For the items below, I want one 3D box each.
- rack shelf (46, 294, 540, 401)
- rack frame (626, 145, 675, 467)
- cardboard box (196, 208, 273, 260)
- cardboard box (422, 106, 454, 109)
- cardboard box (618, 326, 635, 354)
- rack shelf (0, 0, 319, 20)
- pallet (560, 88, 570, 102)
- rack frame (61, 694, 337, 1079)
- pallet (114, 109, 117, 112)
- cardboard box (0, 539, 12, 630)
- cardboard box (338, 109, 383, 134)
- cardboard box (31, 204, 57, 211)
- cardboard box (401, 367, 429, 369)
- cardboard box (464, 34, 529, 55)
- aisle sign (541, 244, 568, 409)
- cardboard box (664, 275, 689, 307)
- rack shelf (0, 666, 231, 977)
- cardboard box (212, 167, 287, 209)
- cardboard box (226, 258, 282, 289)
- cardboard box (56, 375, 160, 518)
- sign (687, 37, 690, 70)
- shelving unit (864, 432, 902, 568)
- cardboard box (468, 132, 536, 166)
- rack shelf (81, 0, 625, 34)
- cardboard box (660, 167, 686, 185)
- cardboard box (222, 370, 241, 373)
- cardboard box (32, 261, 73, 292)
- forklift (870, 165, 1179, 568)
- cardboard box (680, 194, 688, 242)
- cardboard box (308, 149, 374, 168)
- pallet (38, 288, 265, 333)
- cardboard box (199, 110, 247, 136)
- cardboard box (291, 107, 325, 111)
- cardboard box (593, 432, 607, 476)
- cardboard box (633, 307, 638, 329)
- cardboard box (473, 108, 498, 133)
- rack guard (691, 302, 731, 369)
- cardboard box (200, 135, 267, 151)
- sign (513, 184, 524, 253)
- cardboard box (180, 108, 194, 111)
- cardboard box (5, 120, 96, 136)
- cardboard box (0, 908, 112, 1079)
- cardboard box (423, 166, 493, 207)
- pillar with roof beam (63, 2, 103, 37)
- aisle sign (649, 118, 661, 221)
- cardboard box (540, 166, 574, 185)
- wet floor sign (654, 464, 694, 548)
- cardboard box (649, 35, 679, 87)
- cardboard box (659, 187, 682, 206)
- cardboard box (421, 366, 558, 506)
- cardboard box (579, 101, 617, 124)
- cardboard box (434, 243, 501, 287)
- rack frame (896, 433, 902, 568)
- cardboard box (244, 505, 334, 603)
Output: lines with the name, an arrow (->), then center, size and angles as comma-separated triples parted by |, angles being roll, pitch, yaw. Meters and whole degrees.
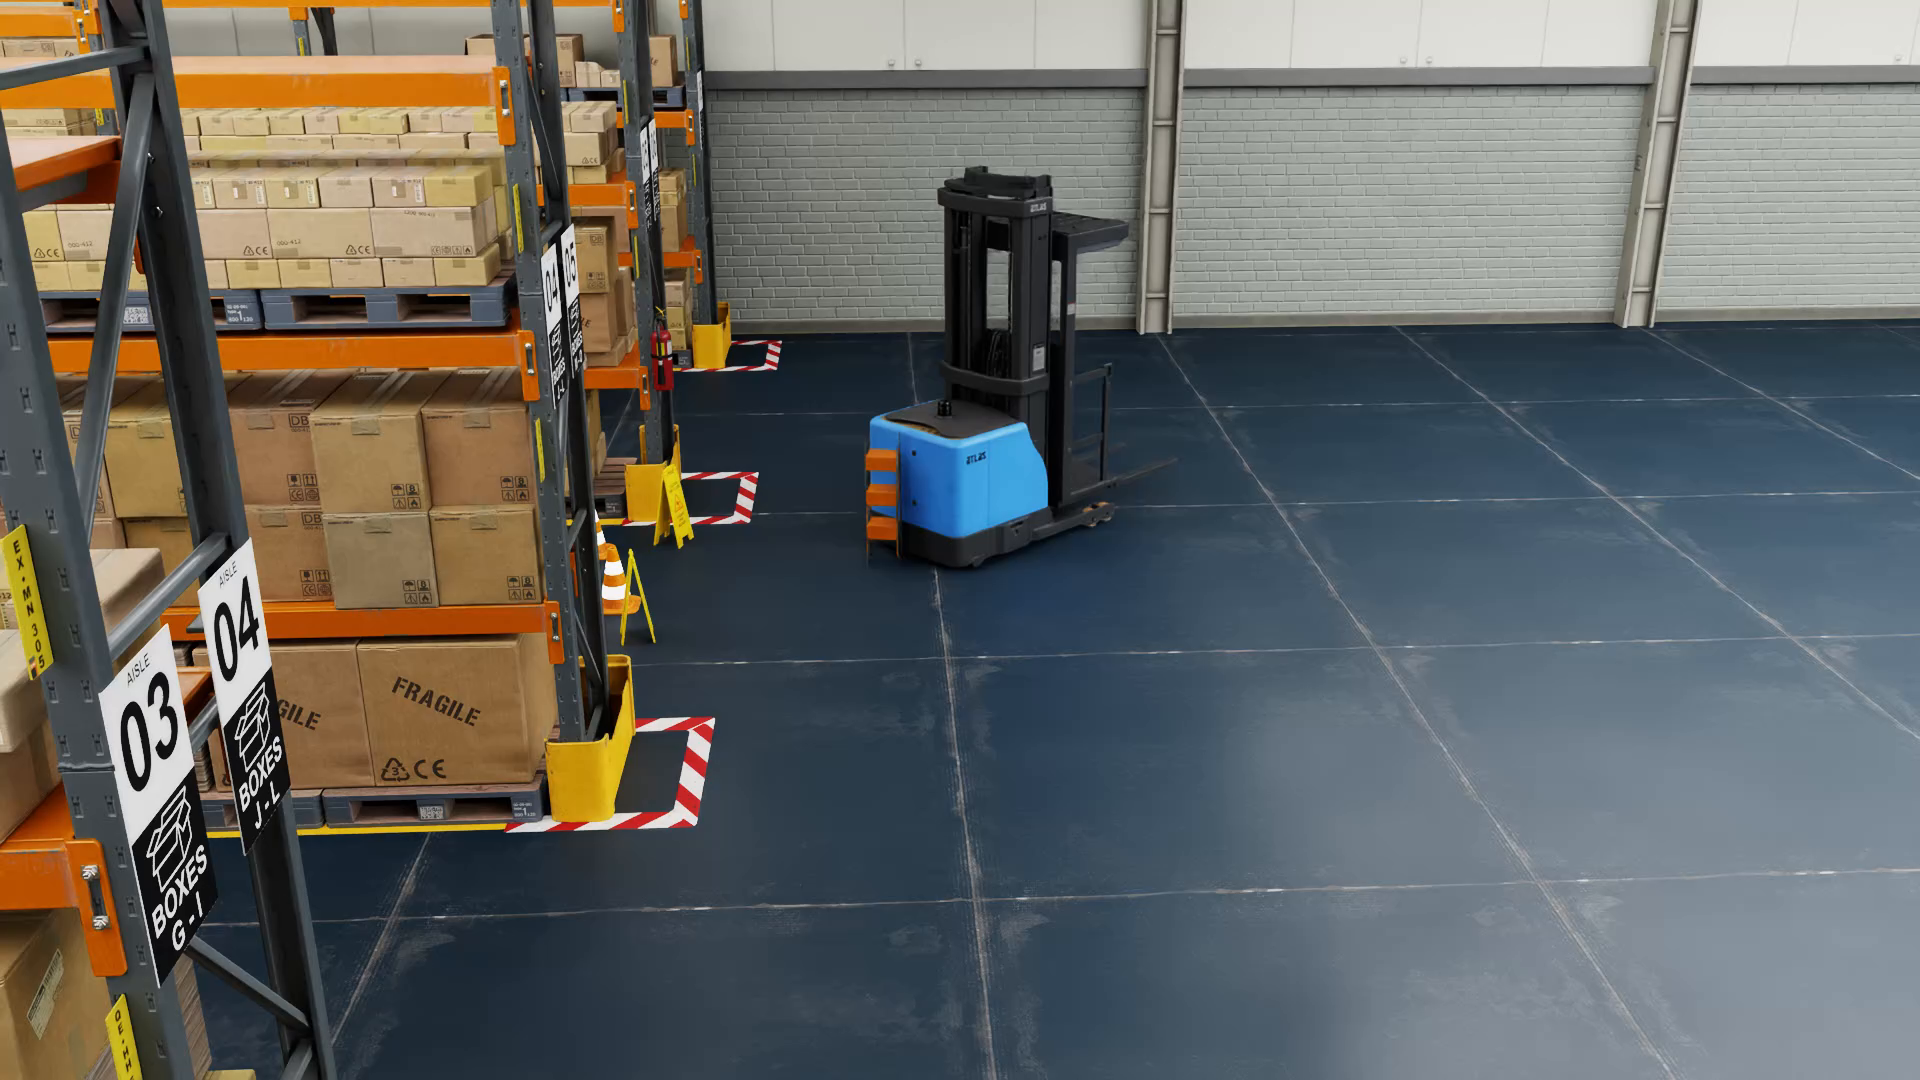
rack shelf -> -4.203, -1.035, 8.919 | 4.000, 0.370, 1.077 | -1, 21, -3
rack frame -> -2.590, -1.766, 14.045 | 0.127, 3.000, 1.000 | -1, 21, -3
cardboard box -> -3.680, -1.595, 8.440 | 0.500, 0.250, 0.500 | -1, 21, -3
cardboard box -> -4.222, -3.501, 13.617 | 0.250, 0.149, 0.380 | -1, 21, -2
cardboard box -> -2.941, -1.716, 14.265 | 0.250, 0.149, 0.380 | -1, 21, -3
rack shelf -> -8.867, -5.688, 17.488 | 4.000, 0.370, 1.077 | -1, 21, -3
pallet -> -4.805, -4.859, 18.076 | 1.213, 0.211, 1.003 | -1, 21, -3
rack frame -> -2.024, 1.754, 4.798 | 0.127, 3.000, 1.000 | -1, 21, -3
pallet -> -9.075, -4.750, 17.931 | 1.213, 0.211, 1.003 | 0, 21, -1
cardboard box -> -2.576, 0.130, 4.498 | 0.250, 0.149, 0.380 | -1, 21, -2
cardboard box -> -4.703, -3.294, 13.073 | 0.250, 0.149, 0.380 | -1, 21, -2
cardboard box -> -4.546, -1.742, 8.266 | 0.250, 0.149, 0.380 | -1, 21, -3
cardboard box -> -4.478, -1.541, 13.807 | 0.250, 0.149, 0.380 | -1, 21, -3
cardboard box -> -4.919, -5.144, 17.823 | 0.637, 0.503, 0.797 | 0, 21, -1
aisle sign -> -2.118, -1.120, 8.693 | 0.004, 0.787, 0.394 | -1, 21, -3
cardboard box -> -3.319, -2.788, 18.597 | 0.500, 0.250, 0.500 | 0, 21, -1
rack shelf -> -4.021, 0.729, 4.286 | 4.000, 0.370, 1.077 | -1, 21, -3
cardboard box -> -3.536, -1.763, 8.321 | 0.250, 0.149, 0.380 | -1, 21, -3
cardboard box -> -3.535, -1.390, 8.462 | 0.250, 0.149, 0.380 | -1, 21, -4
cardboard box -> -4.740, -0.513, 9.025 | 0.550, 0.550, 0.875 | -1, 21, -3
sign -> -2.860, -5.115, 17.492 | 0.005, 0.325, 0.100 | -1, 21, -3
shelving unit -> -0.596, -0.308, 12.955 | 0.252, 1.050, 0.215 | 2, 21, 6
cardboard box -> -3.588, -3.126, 13.193 | 0.500, 0.250, 0.500 | -1, 21, -4
rack shelf -> -4.586, -4.192, 12.999 | 4.000, 0.370, 1.077 | -1, 21, -3
cardboard box -> -3.224, -4.088, 18.671 | 0.250, 0.149, 0.380 | -2, 21, -4
cardboard box -> -6.001, -1.484, 13.656 | 0.250, 0.149, 0.380 | -1, 21, -1
cardboard box -> -4.545, -1.369, 8.409 | 0.250, 0.149, 0.380 | -1, 21, -3
forklift -> 0.664, -1.589, 13.676 | 1.130, 2.935, 3.031 | 19, 28, 41
cardboard box -> -3.387, -3.665, 18.891 | 0.500, 0.500, 0.500 | 0, 21, -1
cardboard box -> -3.316, -2.001, 8.948 | 0.250, 0.149, 0.380 | -1, 21, -2
pallet -> -4.167, -1.326, 8.796 | 1.213, 0.211, 1.003 | -1, 21, -3
cardboard box -> -5.728, -3.250, 12.959 | 0.250, 0.149, 0.380 | -2, 21, -5
cardboard box -> -5.240, -3.453, 13.491 | 0.250, 0.149, 0.380 | -2, 21, -4
cardboard box -> -3.411, -0.759, 14.674 | 0.500, 0.250, 0.500 | -1, 21, -3
cardboard box -> -3.846, -2.547, 18.667 | 0.500, 0.250, 0.500 | -1, 21, -4
cardboard box -> -3.680, -3.322, 13.146 | 0.250, 0.149, 0.380 | -1, 21, -3
rack guard -> -2.853, -2.362, 19.122 | 0.348, 0.500, 1.175 | -1, 21, -3
cardboard box -> -5.614, -3.081, 13.076 | 0.500, 0.250, 0.500 | -1, 21, -3
sign -> -2.189, -1.596, 8.247 | 0.005, 0.325, 0.100 | -1, 21, -3
cardboard box -> -6.279, -3.426, 13.421 | 0.250, 0.149, 0.380 | -1, 21, -2
cardboard box -> -7.158, -3.150, 13.083 | 0.500, 0.250, 0.500 | -2, 21, -4
cardboard box -> -2.559, 1.200, 4.290 | 0.500, 0.500, 0.500 | -1, 21, -3
cardboard box -> -2.523, -1.783, 8.374 | 0.250, 0.149, 0.380 | -1, 21, -3
pillar with roof beam -> -9.368, -4.988, 14.075 | 0.400, 9.000, 9.100 | -1, 21, -3
aisle sign -> -2.546, -3.093, 13.875 | 0.004, 0.787, 0.394 | -1, 21, -3
cardboard box -> -3.176, -2.928, 13.232 | 0.250, 0.149, 0.380 | -1, 21, -3
wet floor sign -> -2.339, -0.290, 13.475 | 0.232, 0.644, 0.267 | 6, 22, 16
cardboard box -> -3.305, -5.126, 17.781 | 0.500, 0.500, 0.500 | 0, 21, -1
cardboard box -> -3.207, -3.773, 18.263 | 0.250, 0.149, 0.380 | -1, 21, -2
cardboard box -> -2.579, -0.591, 9.229 | 0.550, 0.550, 0.875 | -1, 21, -3
cardboard box -> -2.956, -3.489, 13.585 | 0.250, 0.149, 0.380 | -1, 21, -3
cardboard box -> -2.519, -1.410, 8.516 | 0.250, 0.149, 0.380 | -1, 21, -3
rack frame -> -0.474, -0.304, 12.943 | 0.008, 1.050, 0.200 | 2, 21, 6
cardboard box -> -3.688, -0.071, 9.380 | 0.550, 0.550, 0.875 | -1, 21, -3
